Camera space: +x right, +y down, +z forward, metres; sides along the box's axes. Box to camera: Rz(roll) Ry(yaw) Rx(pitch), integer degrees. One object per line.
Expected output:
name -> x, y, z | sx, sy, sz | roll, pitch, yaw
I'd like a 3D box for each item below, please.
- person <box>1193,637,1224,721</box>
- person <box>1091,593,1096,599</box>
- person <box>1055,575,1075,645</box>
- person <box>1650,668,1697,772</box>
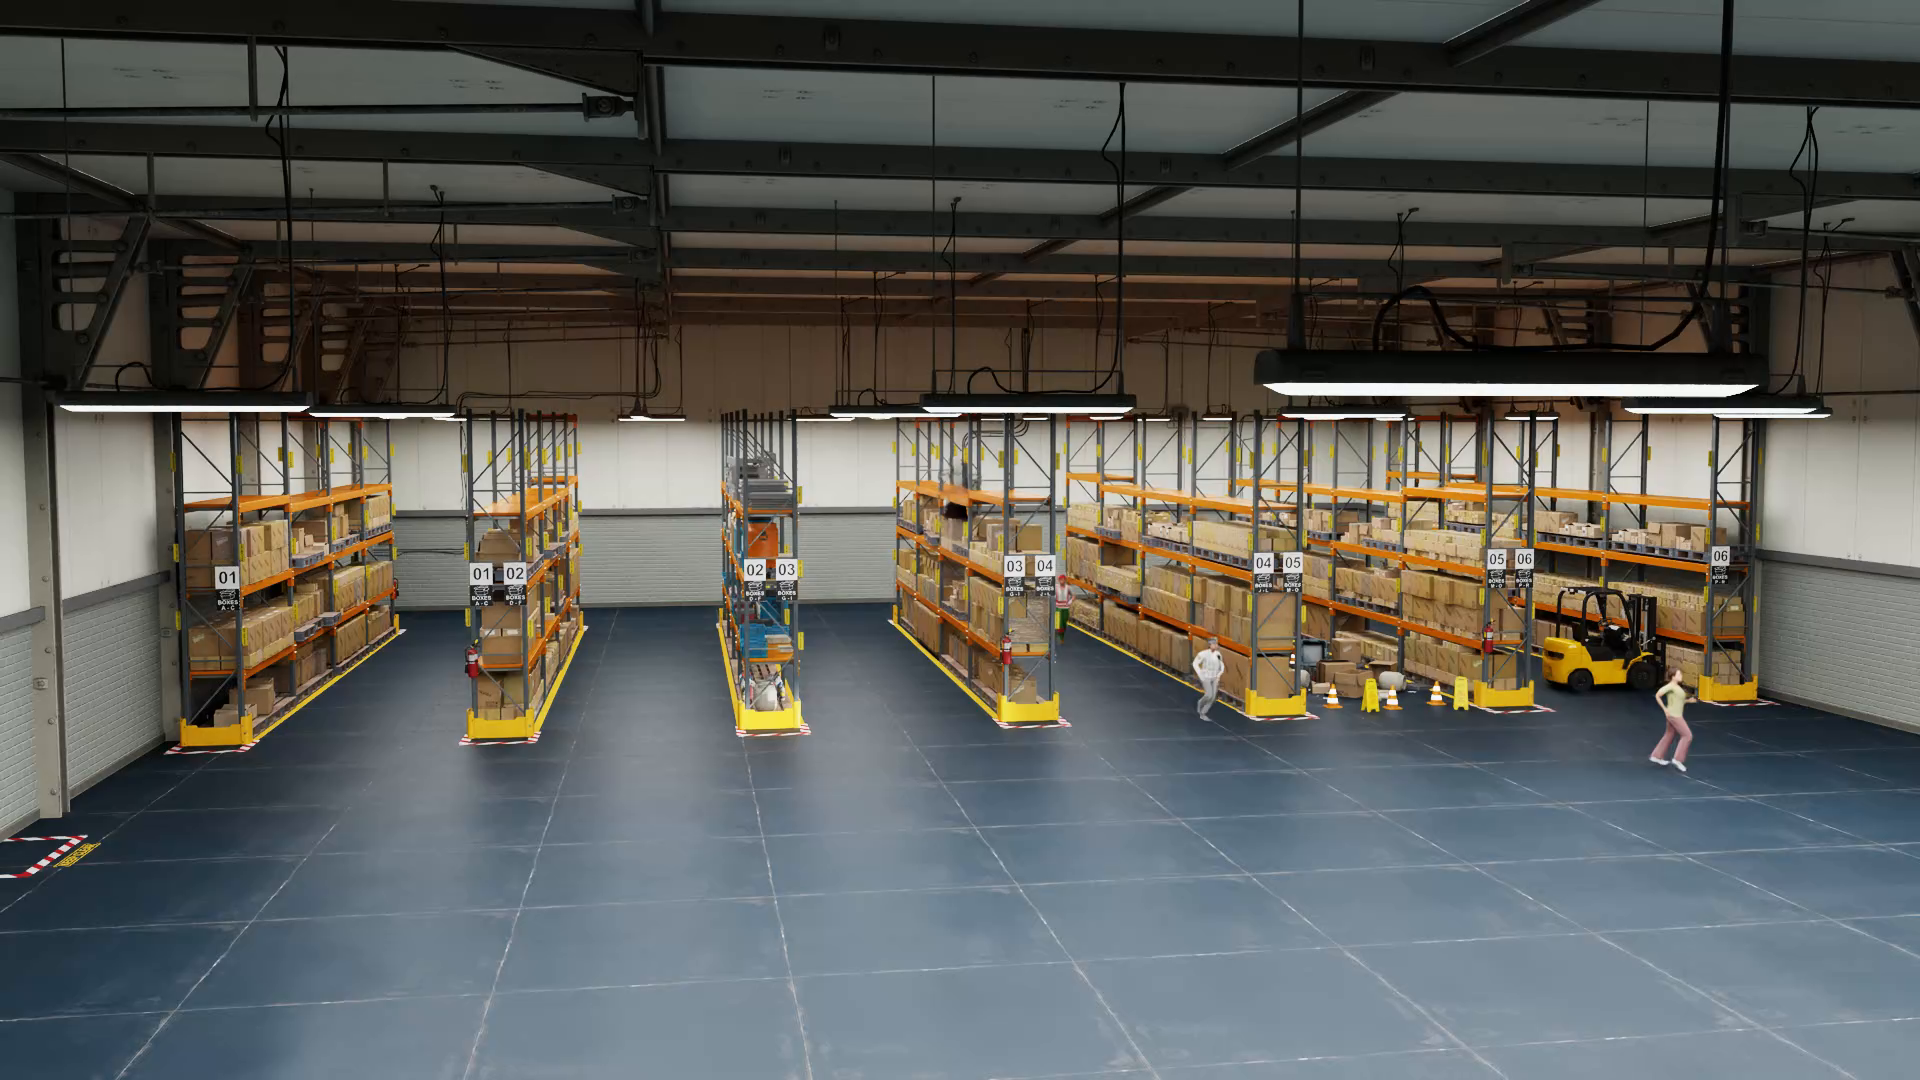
person -> 4.833, 2.674, 32.106 | 0.594, 1.631, 0.496 | -2, 4, -21
person -> 4.096, 1.408, 49.733 | 0.521, 1.700, 0.685 | 2, 5, 31
person -> 2.686, 1.797, 43.463 | 0.658, 1.799, 0.935 | 0, 4, -5
person -> 11.825, 2.963, 27.560 | 0.715, 1.710, 0.544 | 2, 5, 31
